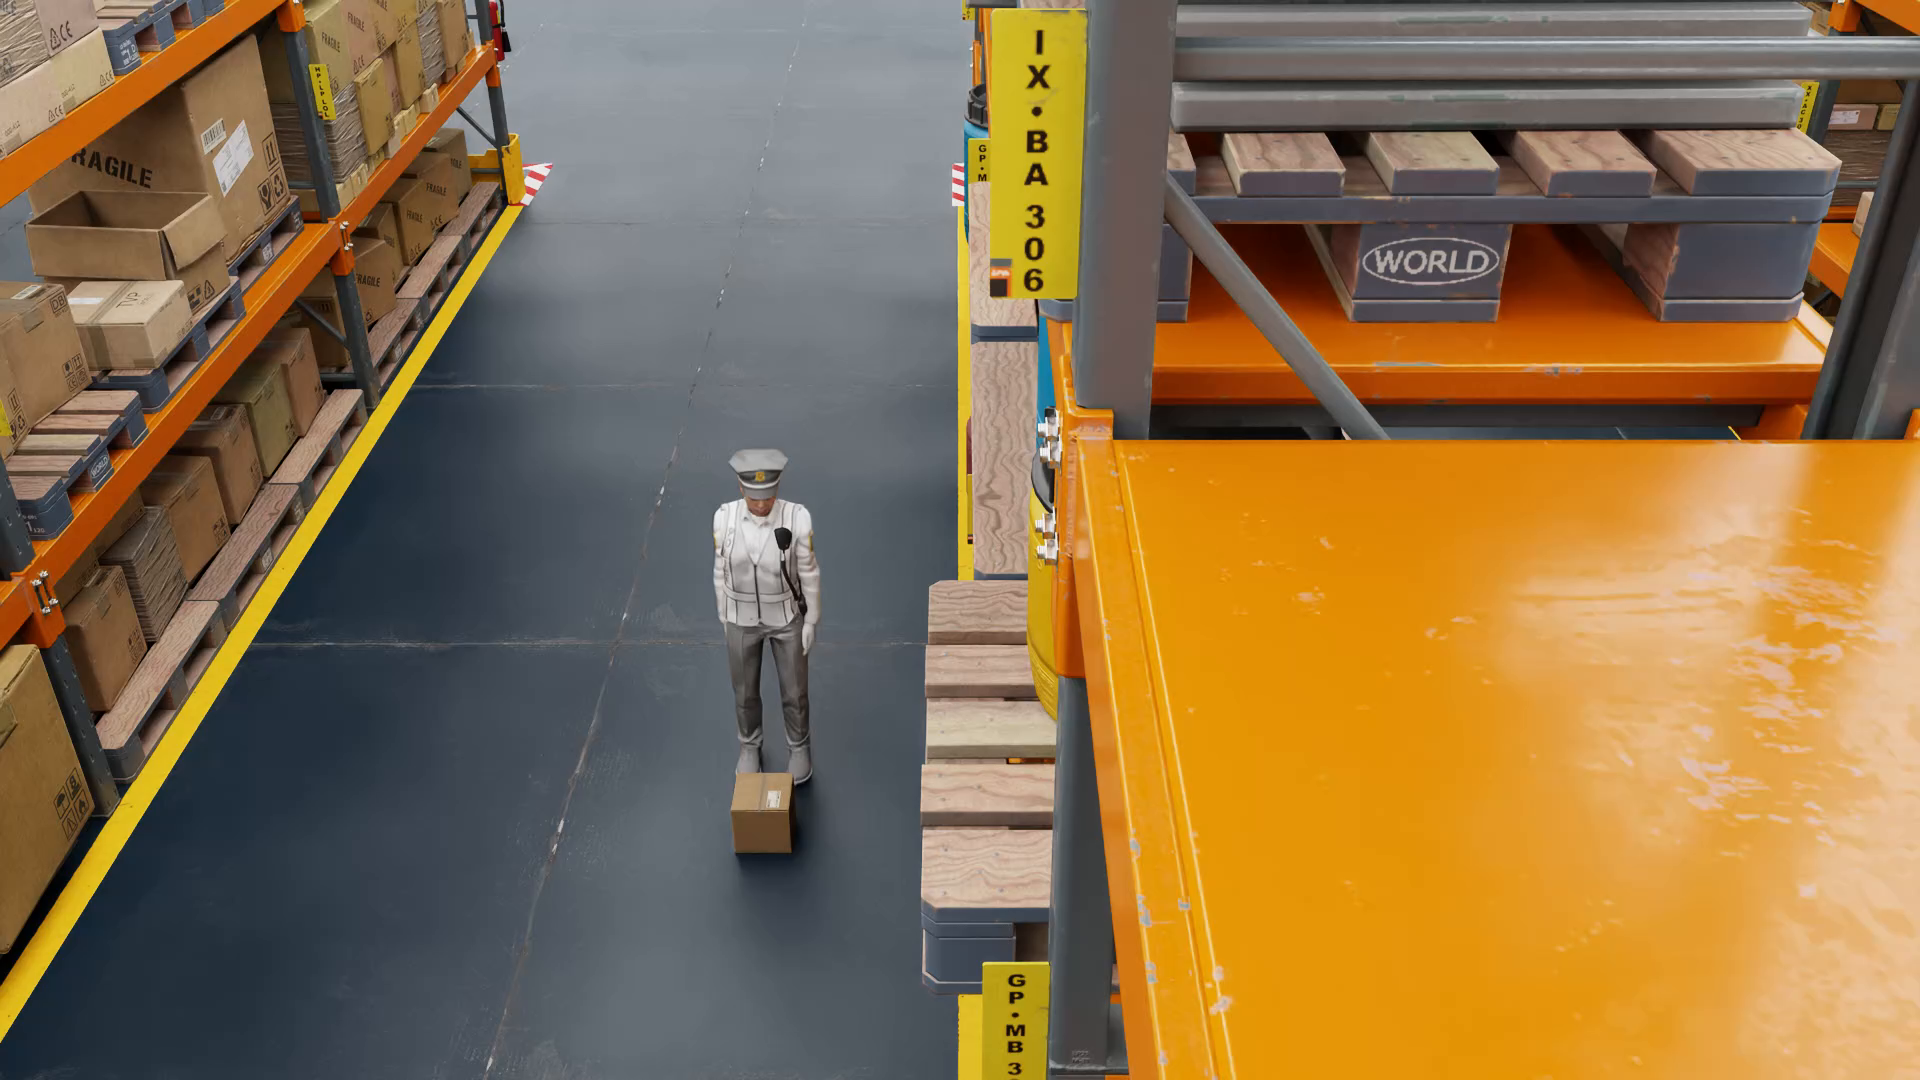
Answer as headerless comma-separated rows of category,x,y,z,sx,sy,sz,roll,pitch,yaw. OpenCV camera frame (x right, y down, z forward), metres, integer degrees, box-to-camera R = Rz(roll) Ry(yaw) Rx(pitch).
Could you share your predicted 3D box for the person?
person,-0.844,0.359,7.356,0.469,1.663,0.328,0,32,1
